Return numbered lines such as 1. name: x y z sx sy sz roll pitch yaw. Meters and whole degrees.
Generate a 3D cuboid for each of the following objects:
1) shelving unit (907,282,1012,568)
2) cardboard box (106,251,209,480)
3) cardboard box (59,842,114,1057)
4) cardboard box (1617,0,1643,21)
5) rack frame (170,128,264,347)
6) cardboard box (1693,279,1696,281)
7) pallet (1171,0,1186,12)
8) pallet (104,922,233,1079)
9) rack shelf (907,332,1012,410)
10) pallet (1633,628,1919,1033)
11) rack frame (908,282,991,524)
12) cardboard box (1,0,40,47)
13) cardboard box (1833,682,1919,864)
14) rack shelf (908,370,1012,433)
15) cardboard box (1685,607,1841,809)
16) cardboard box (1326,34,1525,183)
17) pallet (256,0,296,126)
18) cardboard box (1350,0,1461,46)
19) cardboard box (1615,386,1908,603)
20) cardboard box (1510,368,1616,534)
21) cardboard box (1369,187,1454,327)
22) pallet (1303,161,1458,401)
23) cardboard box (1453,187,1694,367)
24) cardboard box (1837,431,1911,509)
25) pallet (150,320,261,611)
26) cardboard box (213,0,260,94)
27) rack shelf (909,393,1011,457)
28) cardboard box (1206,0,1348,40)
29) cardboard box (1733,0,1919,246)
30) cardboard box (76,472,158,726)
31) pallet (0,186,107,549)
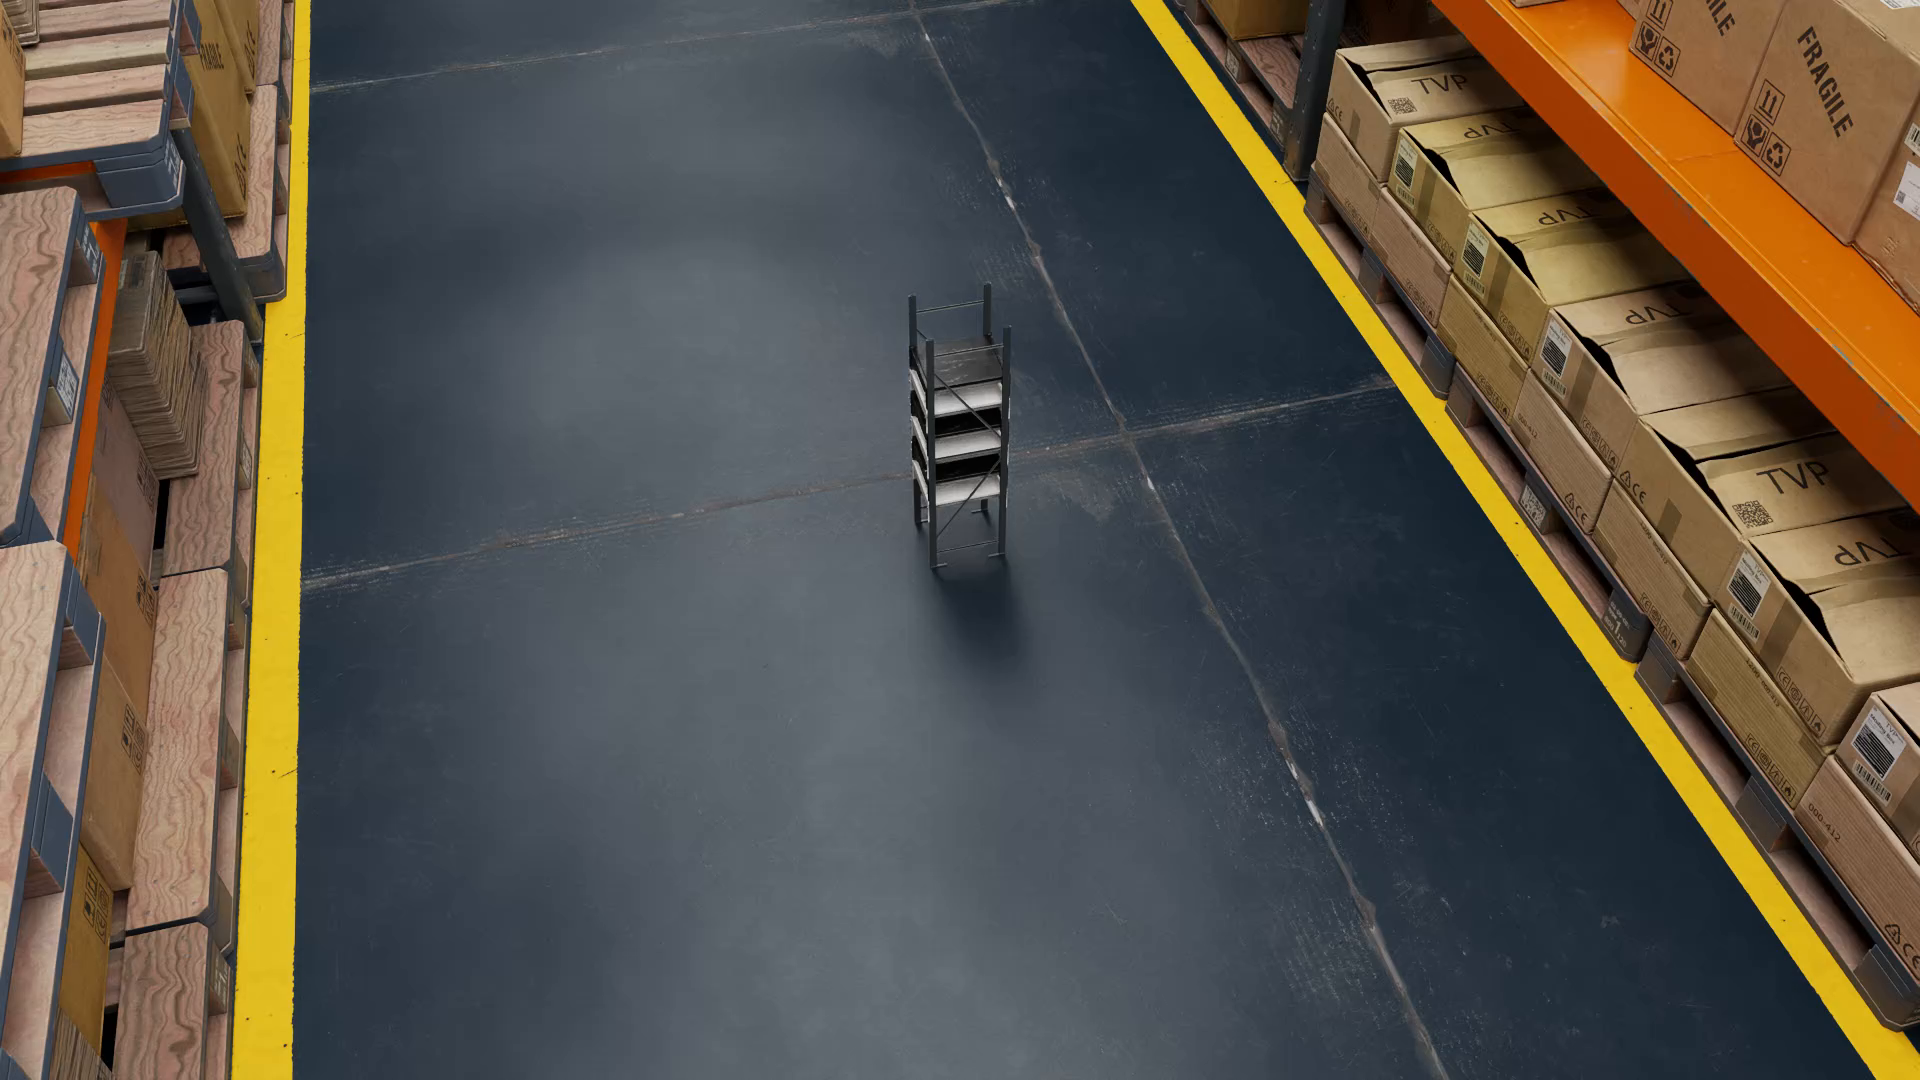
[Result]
1. shelving unit: -0.002 -0.321 4.934 0.258 0.900 0.210 -11 47 -10
2. cardboard box: -2.751 -0.488 5.070 0.700 0.500 0.500 -10 46 -10
3. cardboard box: -2.347 0.934 3.677 0.700 0.500 0.500 -12 47 -11
4. cardboard box: 2.183 -1.647 4.939 0.380 0.149 0.250 -8 46 -7
5. rack frame: -2.986 -1.696 4.812 1.000 3.000 0.127 -11 47 -10
6. cardboard box: 2.440 -0.962 5.331 0.500 0.311 0.500 -11 47 -11
7. pallet: 1.339 -2.992 8.034 1.003 0.211 1.213 -11 47 -10
8. pallet: -2.162 1.504 3.628 1.003 0.211 1.213 -11 47 -10
9. rack shelf: -0.002 -0.486 4.765 0.258 0.077 0.200 -11 47 -10
10. pallet: 2.600 0.631 4.483 1.003 0.211 1.213 -11 47 -10
11. rack frame: -0.028 -0.391 5.003 0.240 0.900 0.006 -11 47 -10
12. cardboard box: -2.856 -1.563 4.303 0.700 0.500 0.500 -16 48 -15
13. cardboard box: 2.445 0.549 3.850 0.500 0.311 0.500 -11 47 -10
14. rack shelf: -0.002 -0.423 4.829 0.258 0.077 0.200 -11 47 -10
15. cardboard box: 2.312 0.390 4.399 0.500 0.250 0.500 -11 47 -11
16. cardboard box: 1.652 -1.570 5.927 0.500 0.311 0.500 -9 46 -9
17. pallet: -3.423 -2.119 7.179 1.003 0.211 1.213 -11 47 -10
18. cardboard box: 1.962 -2.250 6.797 0.500 0.500 0.500 -9 46 -9
19. cardboard box: 2.181 -0.154 4.539 0.500 0.311 0.500 -11 47 -10
20. cardboard box: 2.052 -0.315 5.090 0.500 0.250 0.500 -10 46 -10
21. cardboard box: 1.782 -1.027 5.787 0.500 0.250 0.500 -12 47 -11
22. pallet: 1.975 -1.053 6.134 1.003 0.211 1.213 -11 47 -10
23. cardboard box: 1.923 -0.857 5.228 0.500 0.311 0.500 -12 47 -11
24. cardboard box: 2.704 -0.258 4.642 0.500 0.311 0.500 -12 47 -12
25. pallet: -2.787 -0.181 5.279 1.003 0.211 1.213 -11 47 -10
26. cardboard box: -3.265 -2.229 6.545 0.750 0.750 0.750 -11 47 -11
27. rack shelf: -0.002 -0.360 4.894 0.258 0.077 0.200 -11 47 -10
28. cardboard box: 1.336 -2.487 7.029 0.500 0.500 0.500 -9 46 -9
29. cardboard box: 2.382 -1.121 4.178 0.500 0.500 0.500 -11 47 -10
30. cardboard box: -2.577 0.227 4.370 0.700 0.500 0.500 -11 47 -11
31. pallet: -2.439 -0.270 3.549 1.003 0.211 1.213 -11 47 -10
